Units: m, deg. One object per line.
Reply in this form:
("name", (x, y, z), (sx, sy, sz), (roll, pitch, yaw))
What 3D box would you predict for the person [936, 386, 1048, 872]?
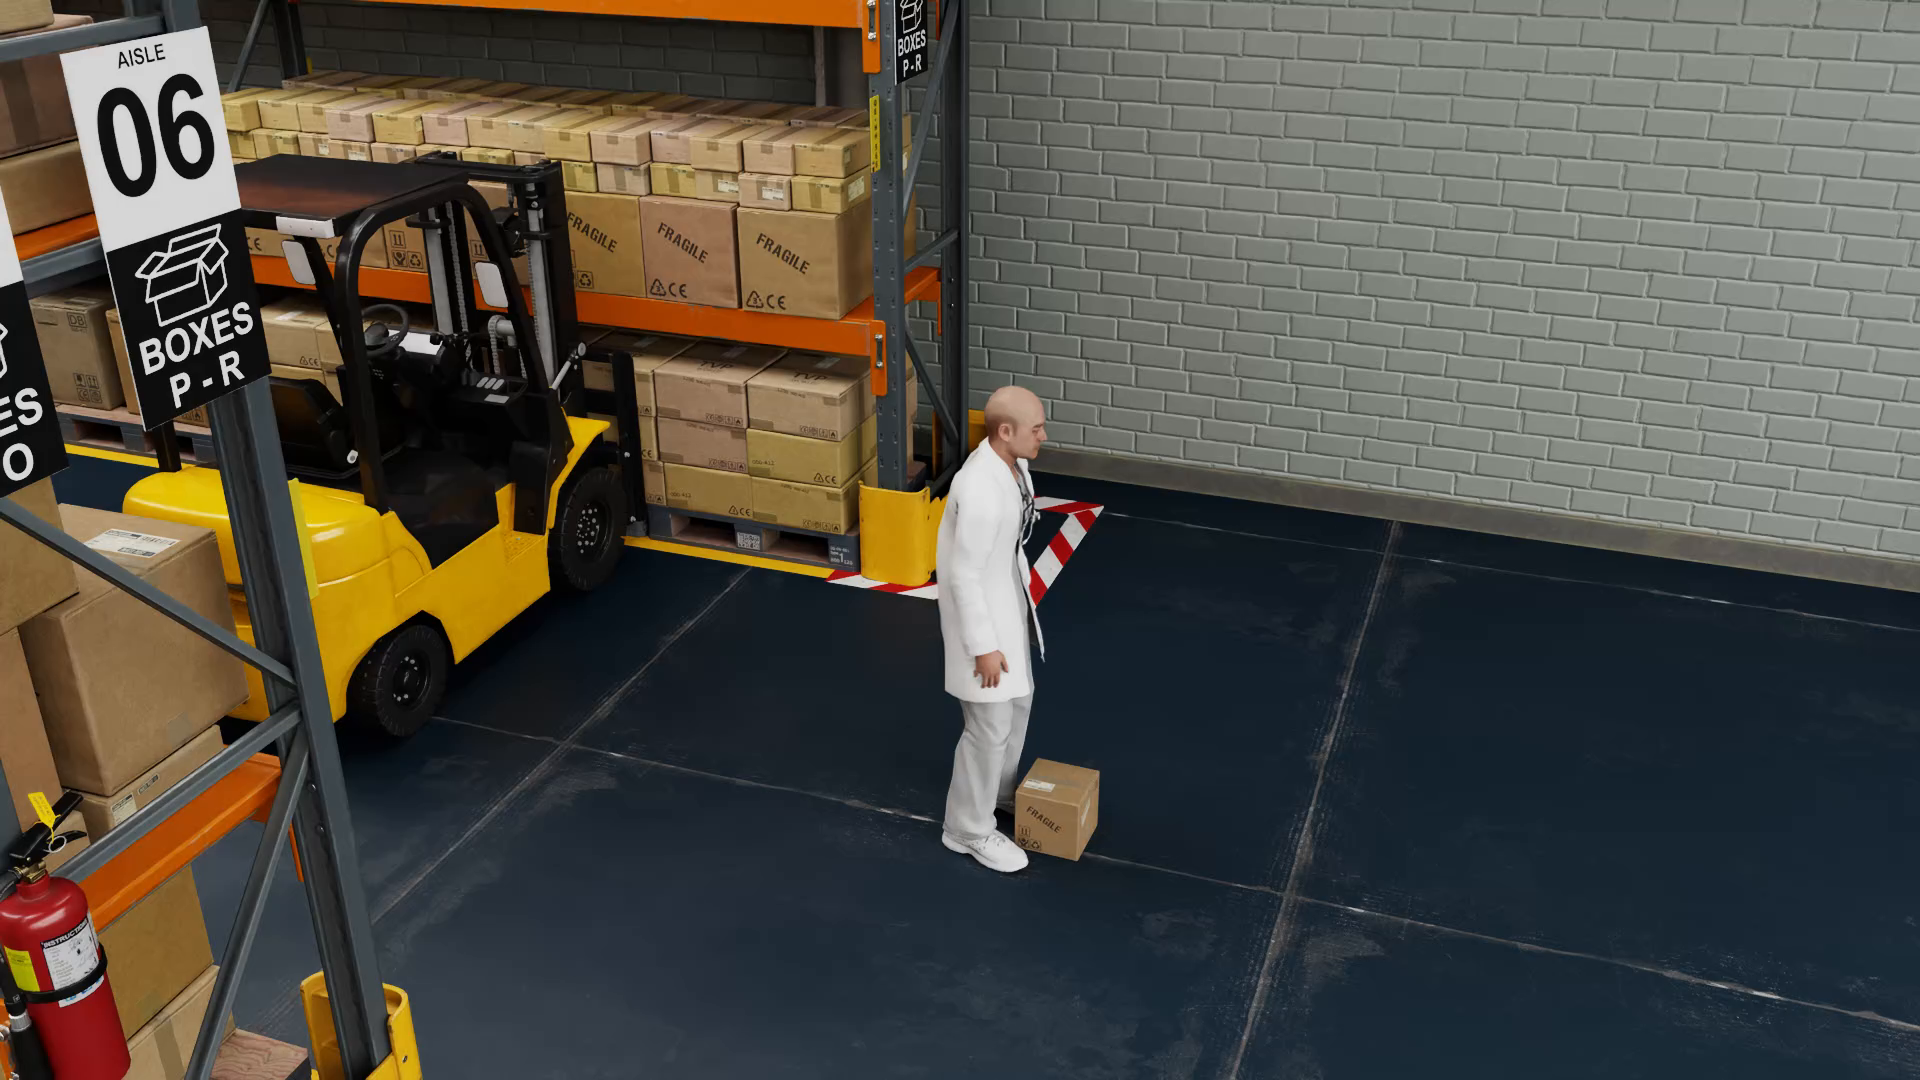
("person", (0.134, 0.286, 6.024), (0.424, 1.774, 0.653), (7, 26, 15))
